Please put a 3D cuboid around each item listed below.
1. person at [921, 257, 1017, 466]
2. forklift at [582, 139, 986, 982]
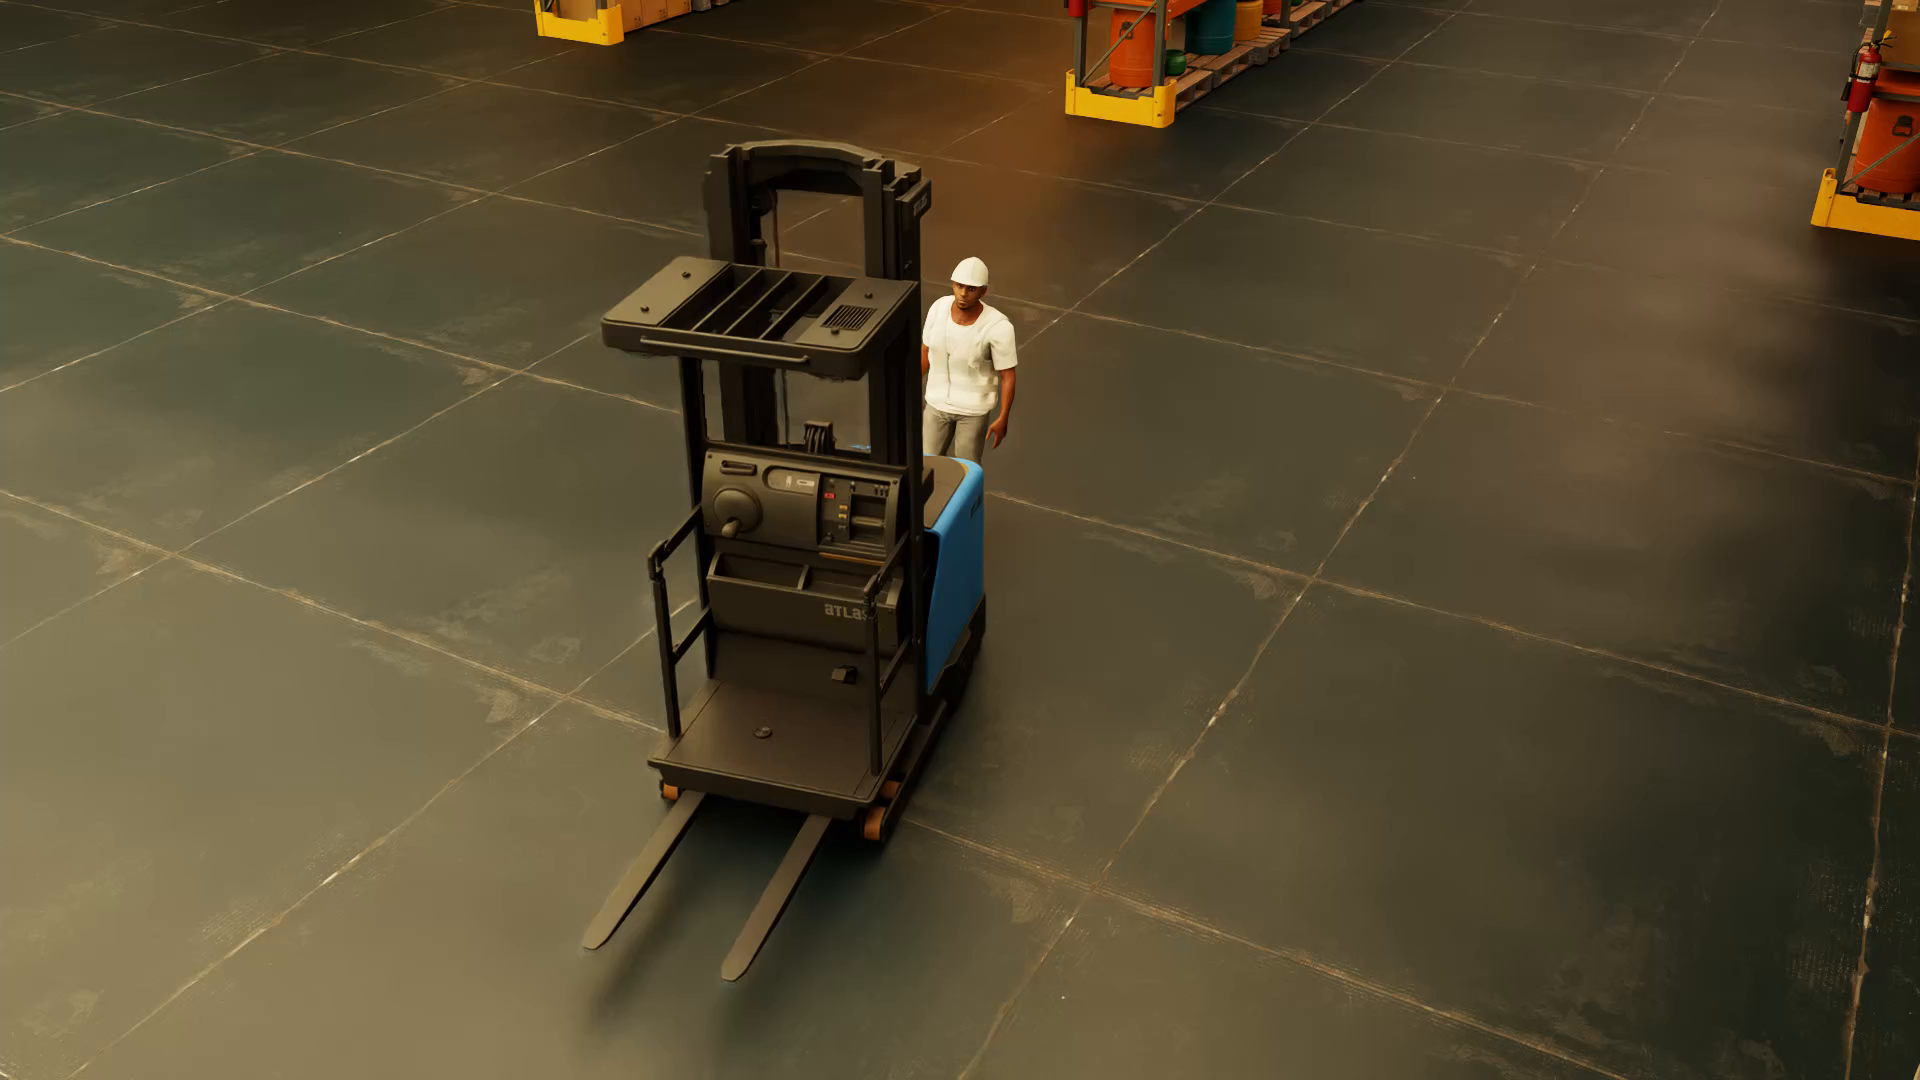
[{"bbox_3d":[-0.039,-0.742,9.508,0.666,1.765,0.577,15,33,25],"label":"person"},{"bbox_3d":[-0.774,-0.111,7.264,1.130,2.935,3.031,9,31,14],"label":"forklift"}]
